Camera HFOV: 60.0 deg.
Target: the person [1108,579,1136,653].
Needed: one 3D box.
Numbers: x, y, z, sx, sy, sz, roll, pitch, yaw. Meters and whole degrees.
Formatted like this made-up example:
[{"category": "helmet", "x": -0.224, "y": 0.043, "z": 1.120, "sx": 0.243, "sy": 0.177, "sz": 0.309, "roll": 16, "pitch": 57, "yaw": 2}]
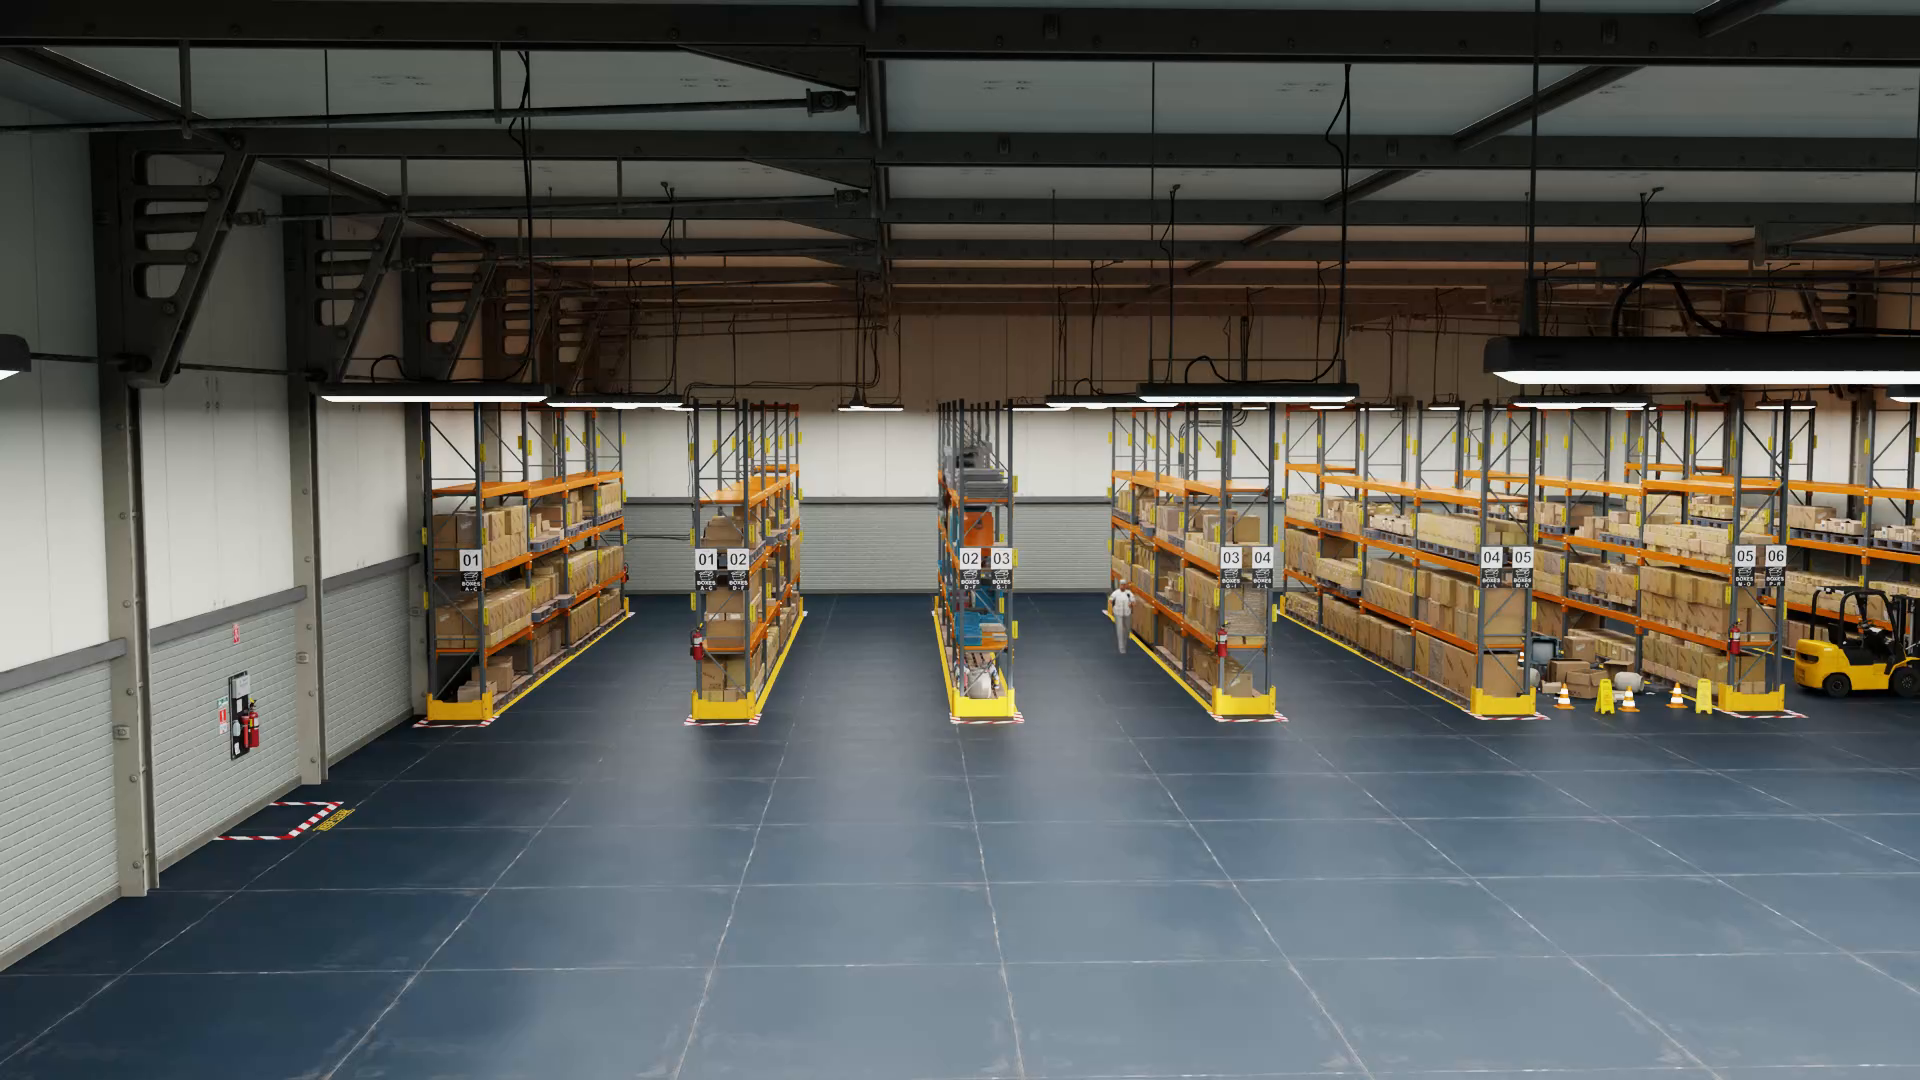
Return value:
[{"category": "person", "x": 3.715, "y": 1.738, "z": 37.989, "sx": 0.620, "sy": 1.675, "sz": 0.786, "roll": 0, "pitch": 4, "yaw": -6}]
